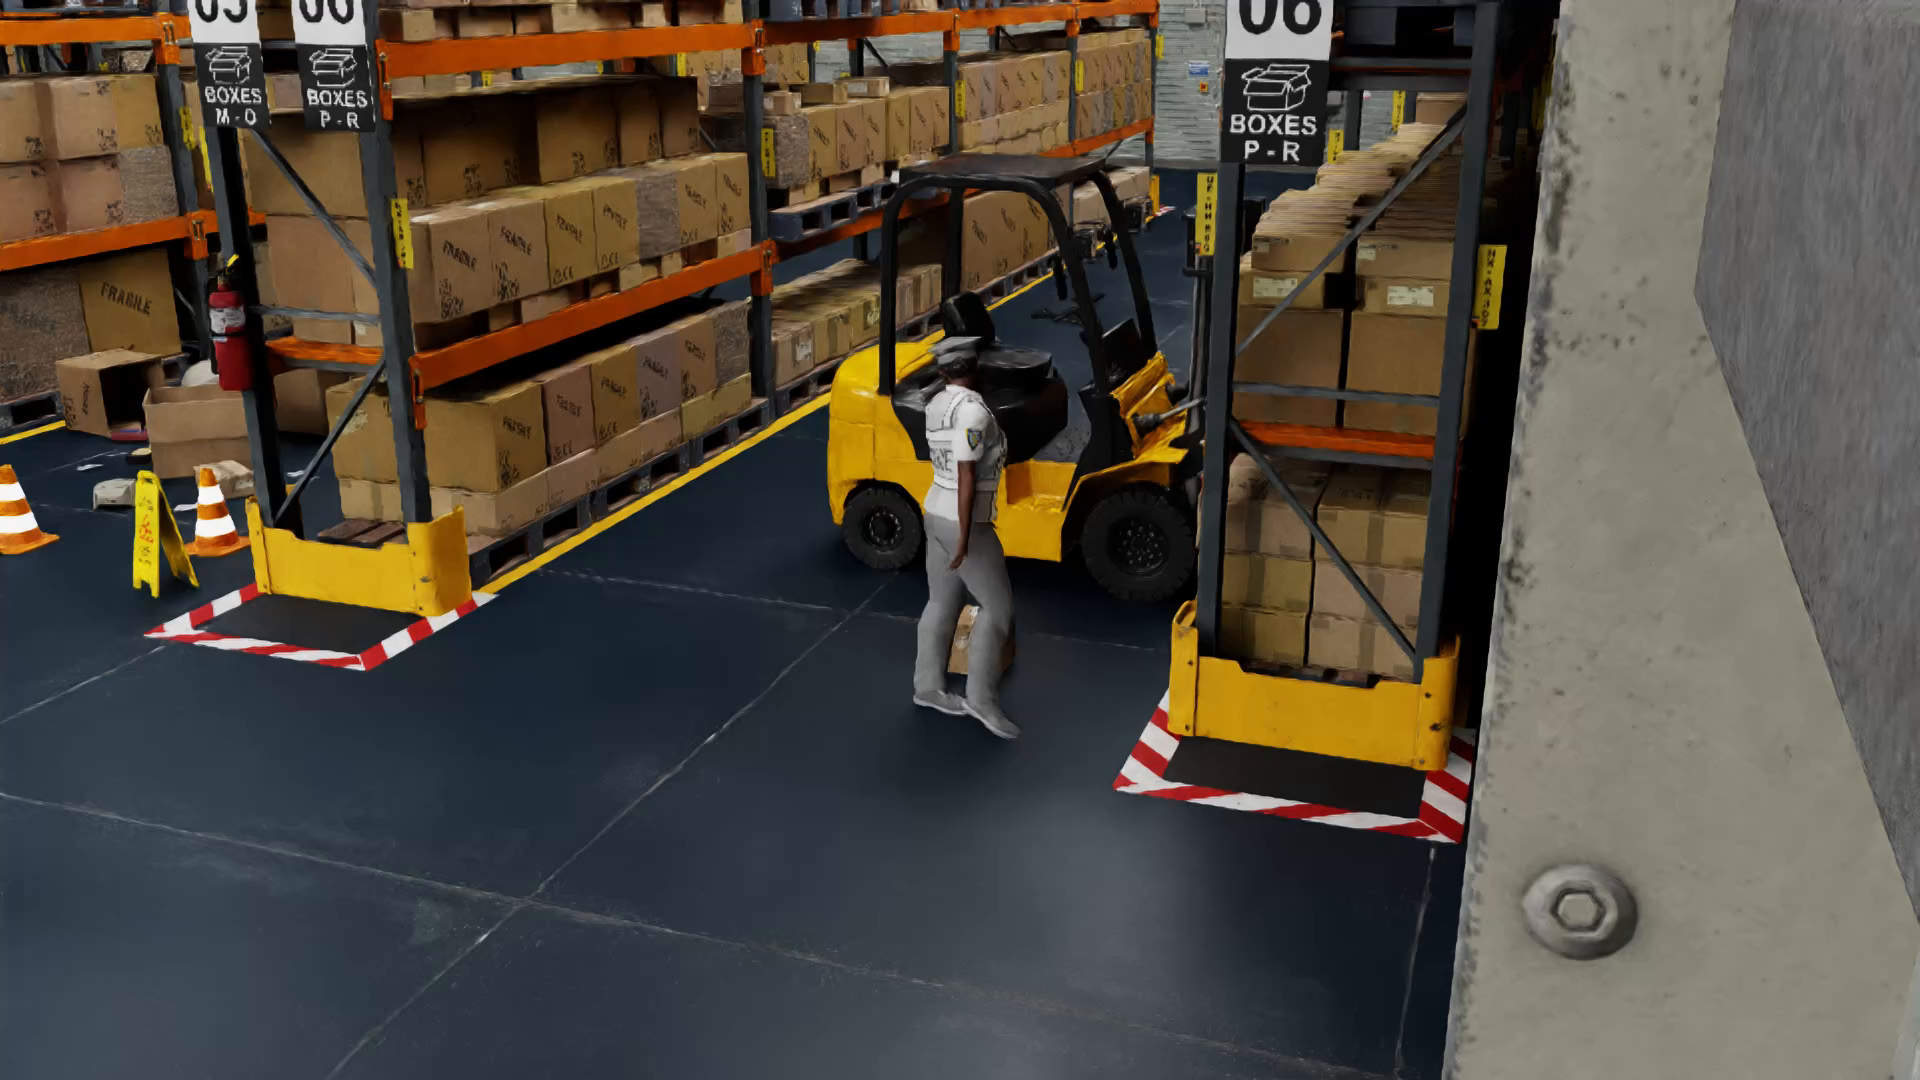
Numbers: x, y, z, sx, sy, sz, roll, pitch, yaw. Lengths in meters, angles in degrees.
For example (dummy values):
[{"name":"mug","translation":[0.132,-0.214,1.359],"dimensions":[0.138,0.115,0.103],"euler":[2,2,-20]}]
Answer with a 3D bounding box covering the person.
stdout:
[{"name":"person","translation":[0.017,-0.017,7.174],"dimensions":[0.414,1.665,0.733],"euler":[-5,19,-13]}]
